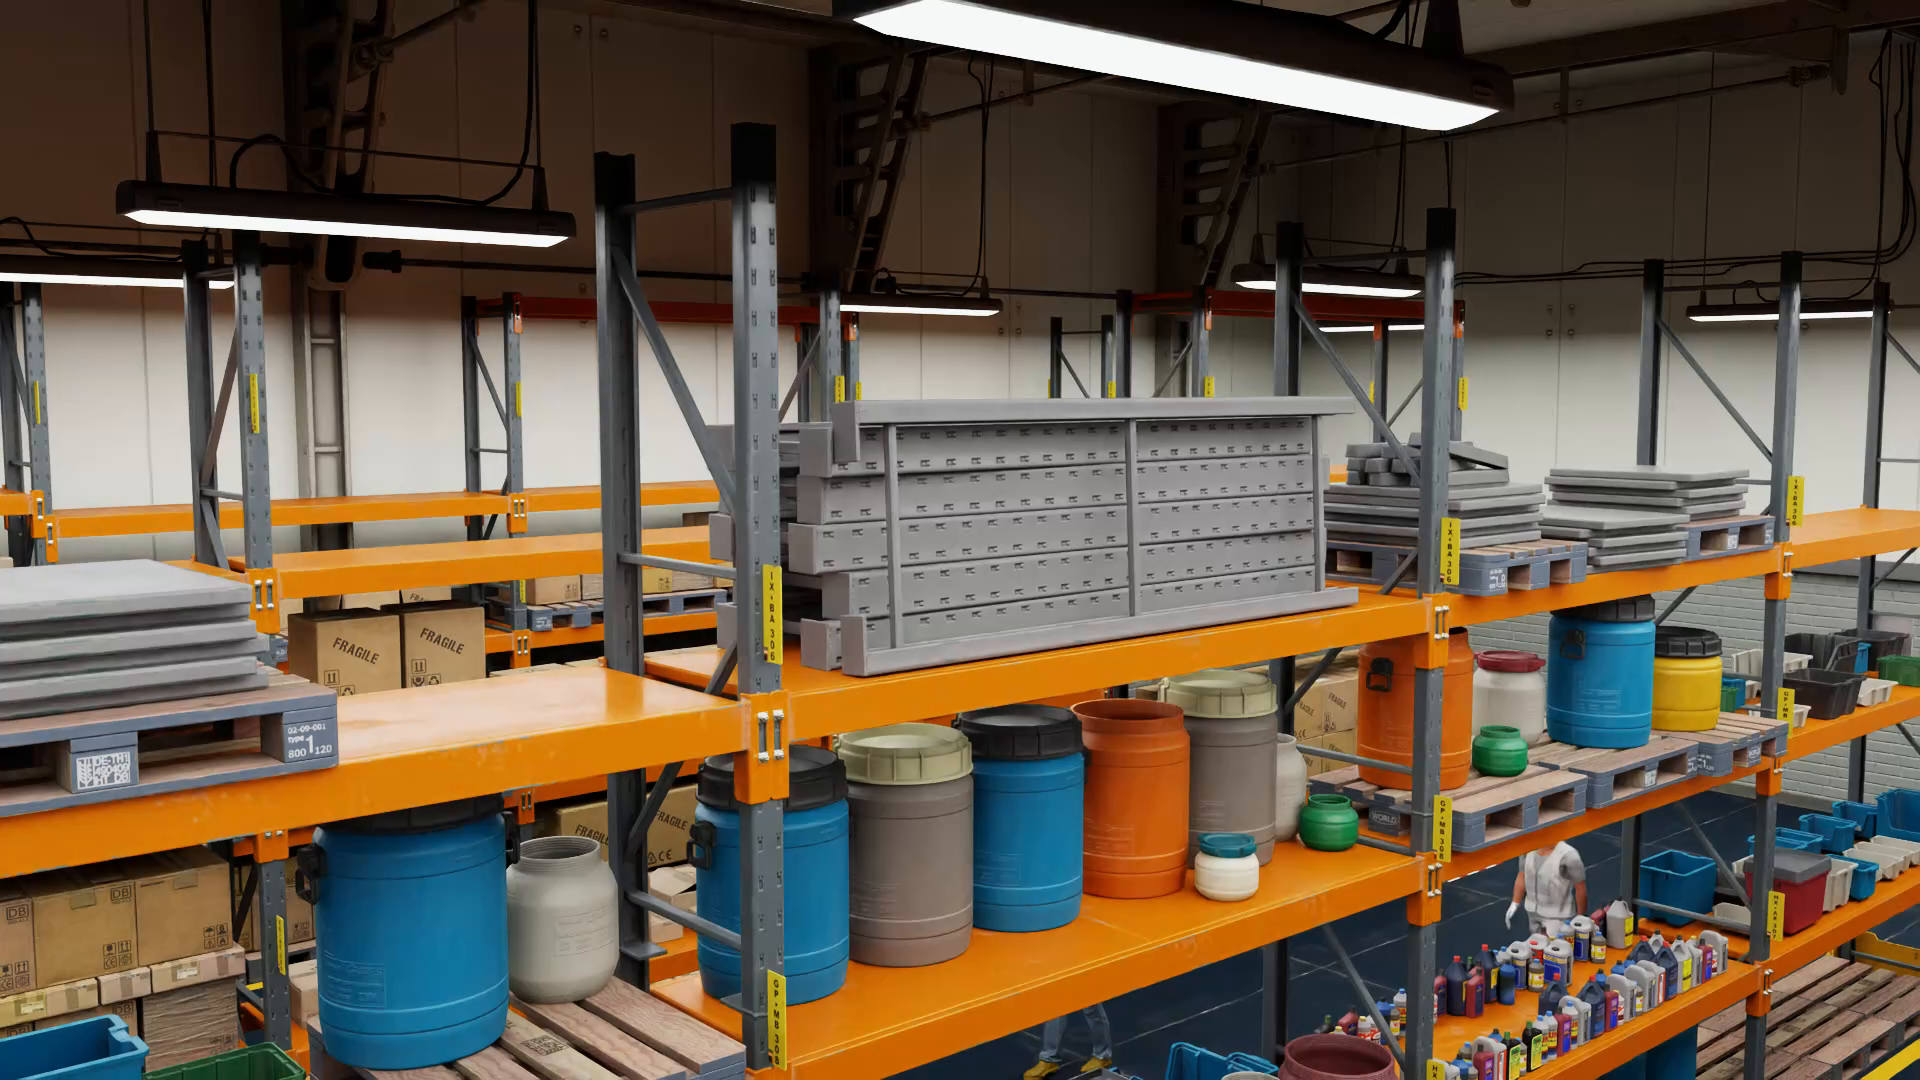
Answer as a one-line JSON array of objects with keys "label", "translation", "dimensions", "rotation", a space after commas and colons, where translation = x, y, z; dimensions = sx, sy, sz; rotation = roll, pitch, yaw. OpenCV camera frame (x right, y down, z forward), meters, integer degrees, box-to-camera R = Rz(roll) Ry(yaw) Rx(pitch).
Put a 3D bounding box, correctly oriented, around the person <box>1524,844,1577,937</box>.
[{"label": "person", "translation": [4.720, 3.126, 13.360], "dimensions": [0.753, 1.393, 0.440], "rotation": [-3, 6, -29]}]
